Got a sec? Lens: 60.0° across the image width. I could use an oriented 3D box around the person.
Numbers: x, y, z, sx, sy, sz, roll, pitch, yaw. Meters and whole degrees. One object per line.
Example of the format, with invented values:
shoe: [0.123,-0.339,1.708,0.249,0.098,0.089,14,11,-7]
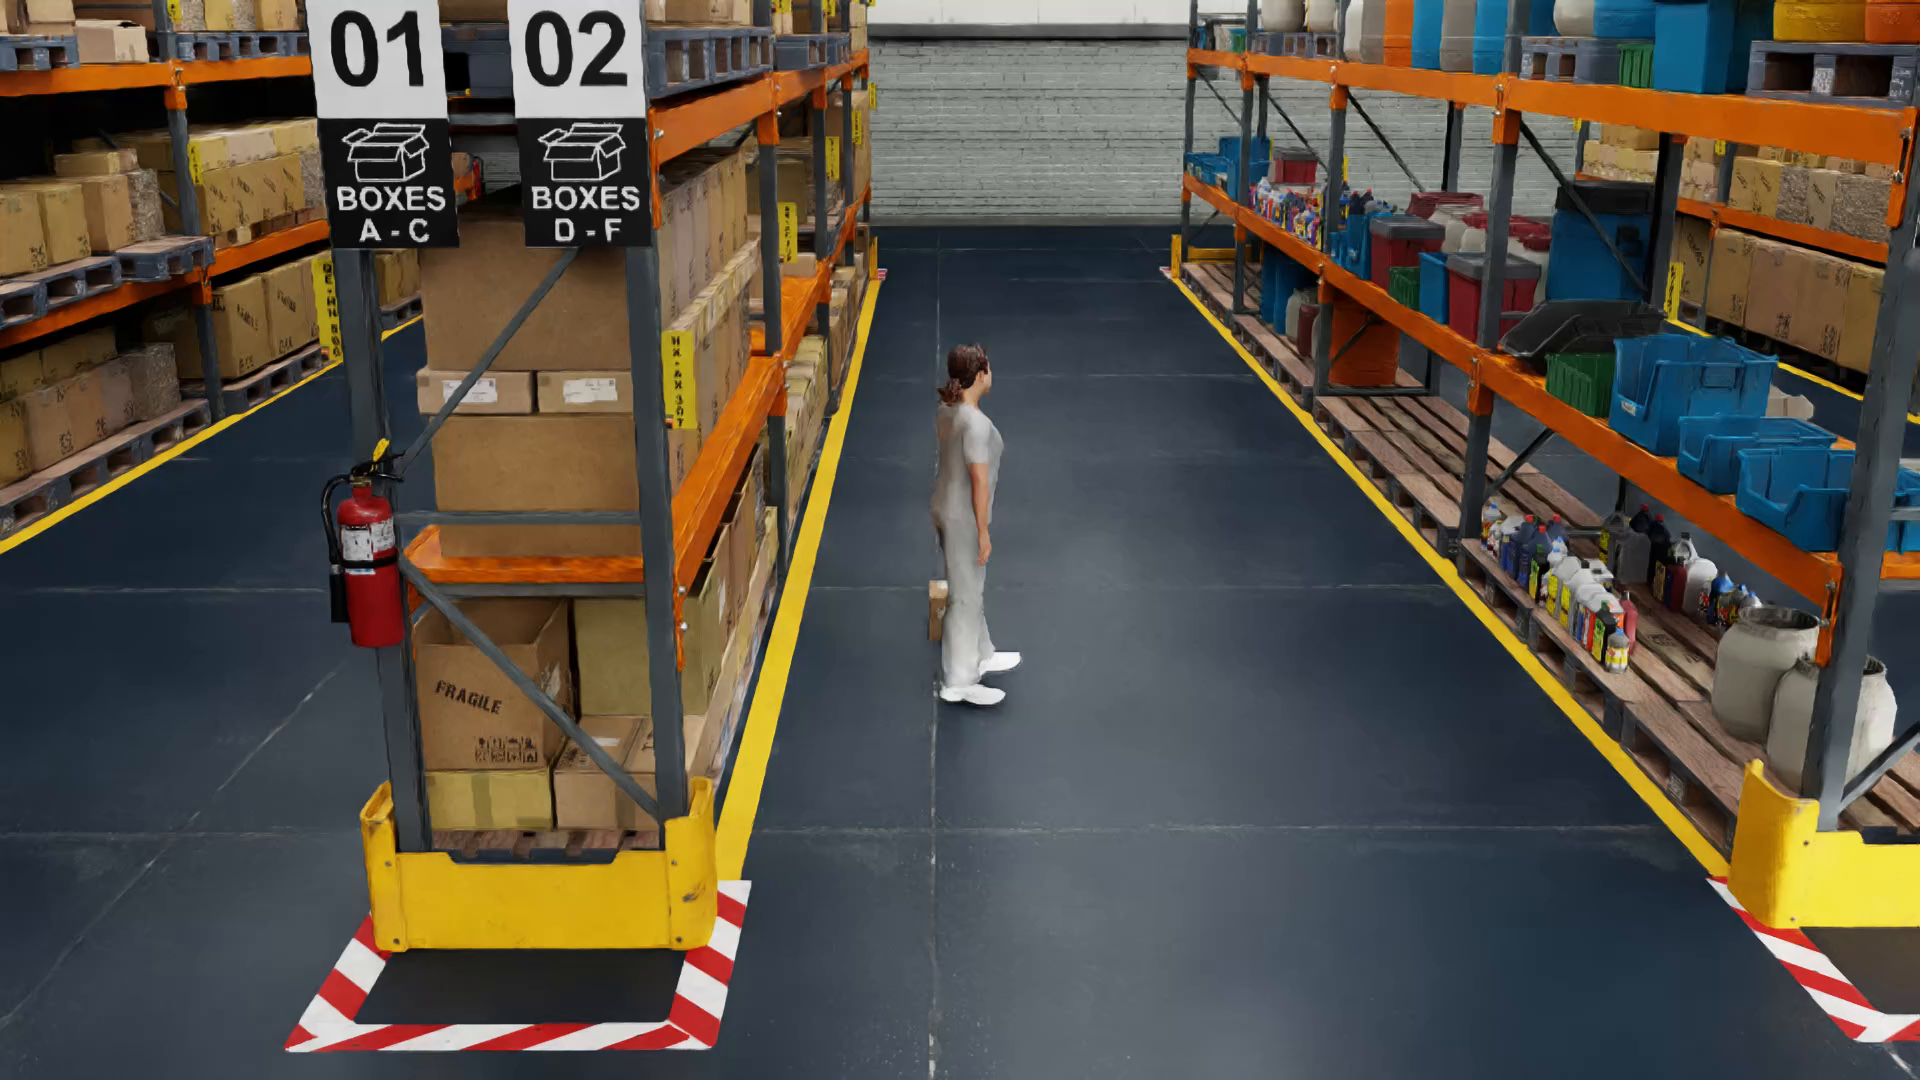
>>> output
person: [0.109,-0.089,7.772,0.498,1.674,0.508,-7,18,-20]
